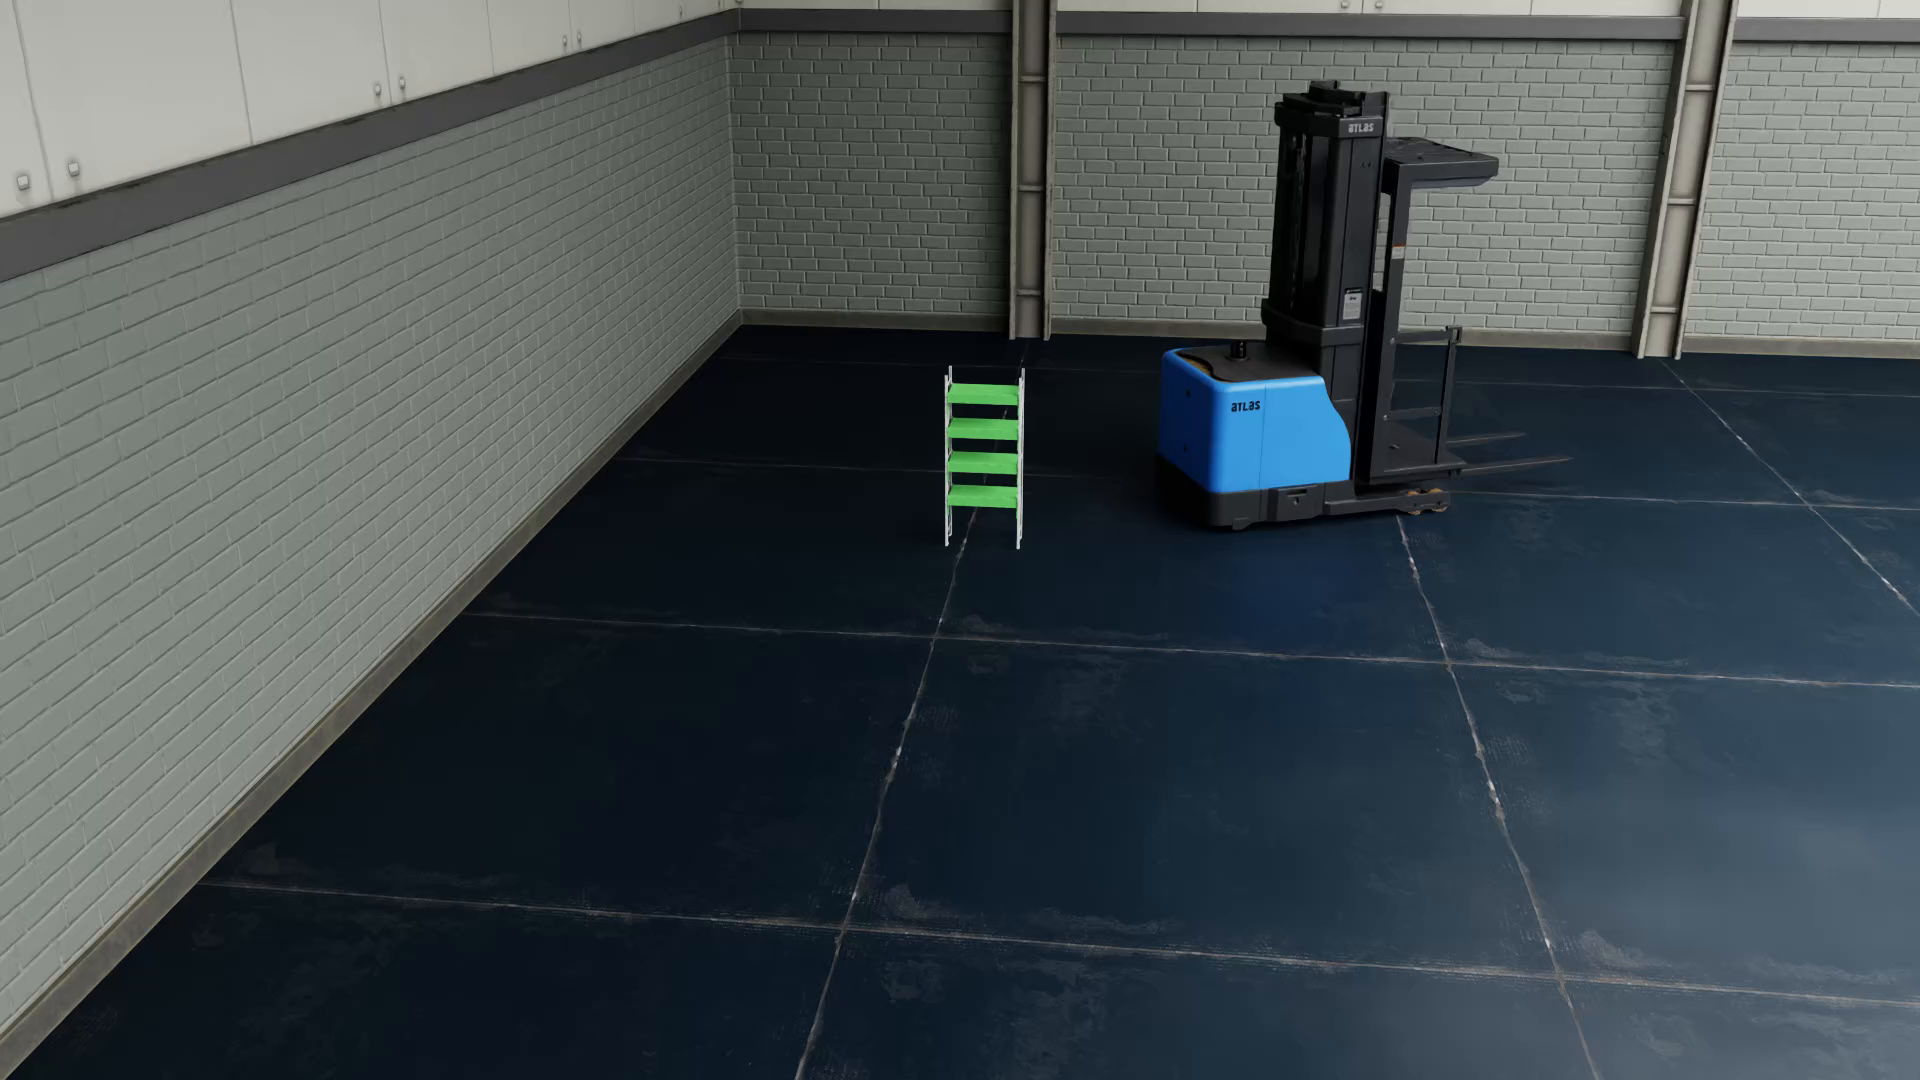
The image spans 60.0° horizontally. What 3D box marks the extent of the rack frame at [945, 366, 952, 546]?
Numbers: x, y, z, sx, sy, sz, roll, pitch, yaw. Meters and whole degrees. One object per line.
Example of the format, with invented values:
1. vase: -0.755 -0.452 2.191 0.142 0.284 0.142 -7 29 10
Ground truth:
1. rack frame: -0.078 -0.561 11.228 0.015 1.200 0.240 2 22 6

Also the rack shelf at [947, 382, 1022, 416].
1. rack shelf: 0.164 -0.938 11.048 0.480 0.148 0.258 2 22 6

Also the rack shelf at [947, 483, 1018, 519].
1. rack shelf: 0.164 -0.268 11.313 0.480 0.148 0.258 2 22 6

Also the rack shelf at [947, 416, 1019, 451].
1. rack shelf: 0.164 -0.715 11.136 0.480 0.148 0.258 2 22 6

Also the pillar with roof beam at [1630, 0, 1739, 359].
1. pillar with roof beam: 6.149 -4.391 10.307 0.400 9.000 9.100 2 22 6

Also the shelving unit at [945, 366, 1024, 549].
1. shelving unit: 0.164 -0.551 11.201 0.503 1.200 0.258 2 22 6

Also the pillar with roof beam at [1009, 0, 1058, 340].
1. pillar with roof beam: 0.191 -4.651 10.964 0.400 9.000 9.100 2 22 6

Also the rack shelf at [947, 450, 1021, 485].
1. rack shelf: 0.164 -0.491 11.225 0.480 0.148 0.258 2 22 6

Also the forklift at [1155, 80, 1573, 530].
1. forklift: 3.018 -1.722 11.809 3.031 2.935 1.130 -6 22 -15

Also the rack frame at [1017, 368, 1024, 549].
1. rack frame: 0.407 -0.540 11.174 0.015 1.200 0.240 2 22 6
